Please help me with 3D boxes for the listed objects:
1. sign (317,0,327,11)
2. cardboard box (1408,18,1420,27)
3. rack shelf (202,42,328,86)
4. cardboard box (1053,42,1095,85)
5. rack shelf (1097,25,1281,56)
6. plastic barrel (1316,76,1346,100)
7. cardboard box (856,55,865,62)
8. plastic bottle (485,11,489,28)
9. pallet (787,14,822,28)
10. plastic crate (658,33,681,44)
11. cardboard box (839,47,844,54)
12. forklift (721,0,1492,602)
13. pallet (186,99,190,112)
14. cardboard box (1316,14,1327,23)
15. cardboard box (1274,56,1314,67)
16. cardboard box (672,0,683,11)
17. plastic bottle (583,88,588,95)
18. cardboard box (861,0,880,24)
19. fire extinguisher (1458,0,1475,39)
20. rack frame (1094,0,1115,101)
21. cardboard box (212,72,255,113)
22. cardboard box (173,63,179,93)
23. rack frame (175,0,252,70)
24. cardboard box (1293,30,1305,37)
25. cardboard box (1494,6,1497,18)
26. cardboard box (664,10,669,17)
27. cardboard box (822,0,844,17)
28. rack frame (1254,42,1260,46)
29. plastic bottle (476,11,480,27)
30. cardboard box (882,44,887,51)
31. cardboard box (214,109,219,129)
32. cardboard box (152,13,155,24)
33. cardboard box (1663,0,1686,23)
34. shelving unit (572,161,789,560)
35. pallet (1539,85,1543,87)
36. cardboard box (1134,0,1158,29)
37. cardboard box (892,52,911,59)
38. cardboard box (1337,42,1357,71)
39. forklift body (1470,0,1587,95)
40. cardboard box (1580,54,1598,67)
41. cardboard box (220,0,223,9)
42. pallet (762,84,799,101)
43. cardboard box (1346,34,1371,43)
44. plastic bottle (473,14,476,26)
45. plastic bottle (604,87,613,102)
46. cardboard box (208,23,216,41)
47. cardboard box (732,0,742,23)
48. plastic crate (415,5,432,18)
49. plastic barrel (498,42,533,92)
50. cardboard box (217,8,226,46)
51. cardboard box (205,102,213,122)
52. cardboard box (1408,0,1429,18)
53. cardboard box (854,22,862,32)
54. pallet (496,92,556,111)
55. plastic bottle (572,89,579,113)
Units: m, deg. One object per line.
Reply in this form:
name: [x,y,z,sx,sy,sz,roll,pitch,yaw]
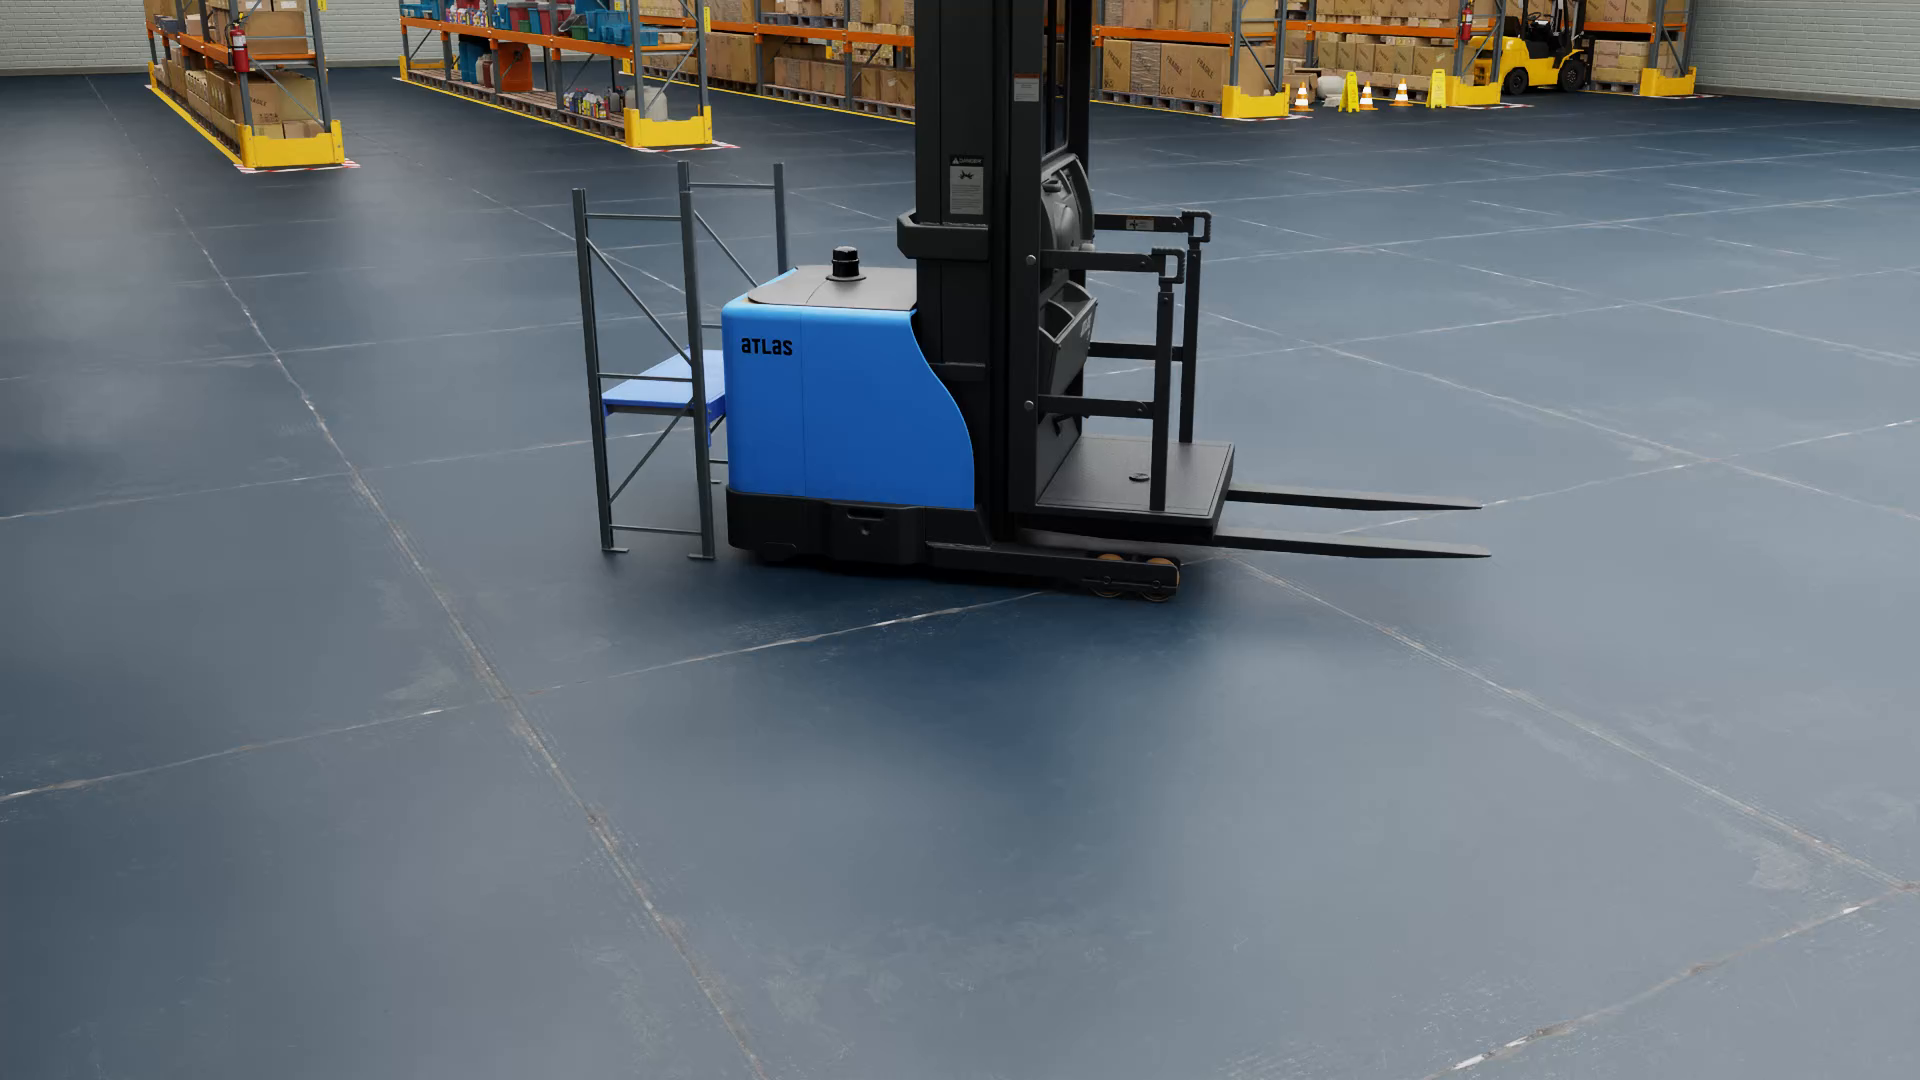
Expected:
sign: [-7.810,-6.640,20.328,0.100,0.325,0.005,-10,21,-27]
cardboard box: [8.304,-9.335,29.971,0.380,0.149,0.250,-10,21,-26]
rack shelf: [-9.251,-6.343,22.019,1.077,0.370,4.000,-10,21,-27]
cardboard box: [2.103,-9.107,31.730,1.050,0.750,0.750,-10,21,-27]
rack shelf: [3.882,-8.616,28.605,1.077,0.370,4.000,-10,21,-27]
plastic barrel: [6.827,-8.318,30.589,0.512,0.421,0.421,4,19,11]
cardboard box: [-2.207,-11.259,38.890,0.380,0.149,0.250,-11,22,-29]
plastic bottle: [-8.307,-9.167,29.278,0.061,0.283,0.133,-10,21,-27]
pallet: [-2.404,-9.287,29.740,1.003,0.211,1.213,-10,21,-27]
plastic crate: [-4.082,-7.058,23.390,0.298,0.136,0.250,-10,21,-27]
cardboard box: [-2.663,-11.689,39.678,0.380,0.149,0.250,-10,21,-27]
forklift: [0.613,-1.337,6.514,3.031,2.935,1.130,4,20,13]
pallet: [-12.422,-7.308,27.986,1.003,0.211,1.213,-10,21,-27]
cardboard box: [7.108,-10.067,32.093,0.380,0.149,0.250,-10,21,-27]
cardboard box: [6.645,-9.638,33.850,0.950,0.372,0.625,-9,21,-23]
cardboard box: [-5.721,-11.243,34.890,0.500,0.250,0.500,-10,22,-28]
plastic bottle: [-5.695,-6.706,25.353,0.144,0.351,0.185,-10,21,-27]
cardboard box: [-1.115,-8.691,27.111,0.875,0.500,0.500,-10,21,-27]
fire extinguisher: [8.789,-9.037,28.841,0.296,0.674,0.183,-10,21,-27]
rack frame: [2.932,-9.530,30.152,1.000,3.000,0.127,-10,21,-27]
cardboard box: [-9.781,-6.042,22.465,0.500,0.500,0.500,-10,21,-27]
cardboard box: [-13.491,-8.108,29.187,0.500,0.500,0.500,-10,21,-26]
rack frame: [-12.100,-8.406,26.893,1.000,3.000,0.127,-10,21,-27]
cardboard box: [8.304,-12.278,40.309,0.380,0.149,0.250,-10,21,-27]
cardboard box: [11.138,-11.129,35.015,0.500,0.250,0.500,-9,21,-25]
cardboard box: [-6.079,-11.227,35.454,0.380,0.149,0.250,-10,21,-26]
cardboard box: [-1.735,-9.523,28.567,1.000,1.000,1.000,-10,21,-26]
rack frame: [7.808,-13.392,41.344,1.000,3.000,0.127,-10,21,-27]
plastic bottle: [-8.640,-9.375,29.900,0.097,0.271,0.097,0,19,0]
cardboard box: [-1.546,-11.158,37.684,0.380,0.149,0.250,-10,22,-27]
cardboard box: [-10.015,-5.832,23.005,0.500,0.250,0.500,-10,21,-27]
cardboard box: [-14.955,-10.000,31.360,0.500,0.500,0.500,-9,21,-25]
cardboard box: [13.516,-10.180,31.882,0.500,0.500,0.500,-9,21,-25]
shelving unit: [-1.141,-0.811,7.176,0.538,1.500,1.048,4,20,14]
pallet: [11.948,-9.543,34.463,1.003,0.211,1.213,-10,21,-27]
cardboard box: [3.552,-9.169,28.876,0.875,0.550,0.550,-10,21,-27]
cardboard box: [-1.296,-10.859,37.274,0.380,0.149,0.250,-10,21,-26]
cardboard box: [7.548,-9.216,31.663,0.500,0.500,0.500,-9,21,-24]
forklift body: [11.000,-9.808,32.258,2.313,2.155,1.214,-10,21,-27]
cardboard box: [12.508,-9.465,32.766,0.500,0.250,0.500,-11,22,-28]
cardboard box: [-9.505,-7.060,21.846,0.380,0.149,0.250,-10,21,-27]
pallet: [-3.011,-8.397,31.141,1.003,0.211,1.213,-10,21,-27]
cardboard box: [7.535,-9.482,31.440,0.380,0.149,0.250,-9,21,-25]
plastic bottle: [-8.779,-9.426,30.154,0.097,0.201,0.097,0,19,0]
plastic bottle: [-5.407,-6.817,25.675,0.144,0.351,0.185,-10,21,-27]
cardboard box: [-10.780,-7.418,24.236,0.396,0.266,0.258,-11,22,-28]
cardboard box: [-4.064,-10.234,32.037,0.500,0.500,0.500,-10,22,-27]
plastic crate: [-10.943,-10.832,34.088,0.416,0.233,0.300,-10,21,-27]
plastic barrel: [-7.987,-8.483,29.798,0.600,0.830,0.708,-10,21,-27]
cardboard box: [-9.728,-7.028,22.747,0.700,0.500,0.500,-10,22,-27]
cardboard box: [-10.653,-6.230,24.160,0.500,0.250,0.500,-10,22,-27]
cardboard box: [8.406,-9.623,29.812,0.500,0.500,0.500,-10,21,-27]
cardboard box: [-1.536,-8.490,27.523,0.380,0.149,0.250,-10,21,-27]
pallet: [-7.406,-7.625,28.907,1.003,0.211,1.213,-10,21,-27]
plastic bottle: [-5.822,-6.684,25.288,0.144,0.351,0.185,-9,21,-25]
